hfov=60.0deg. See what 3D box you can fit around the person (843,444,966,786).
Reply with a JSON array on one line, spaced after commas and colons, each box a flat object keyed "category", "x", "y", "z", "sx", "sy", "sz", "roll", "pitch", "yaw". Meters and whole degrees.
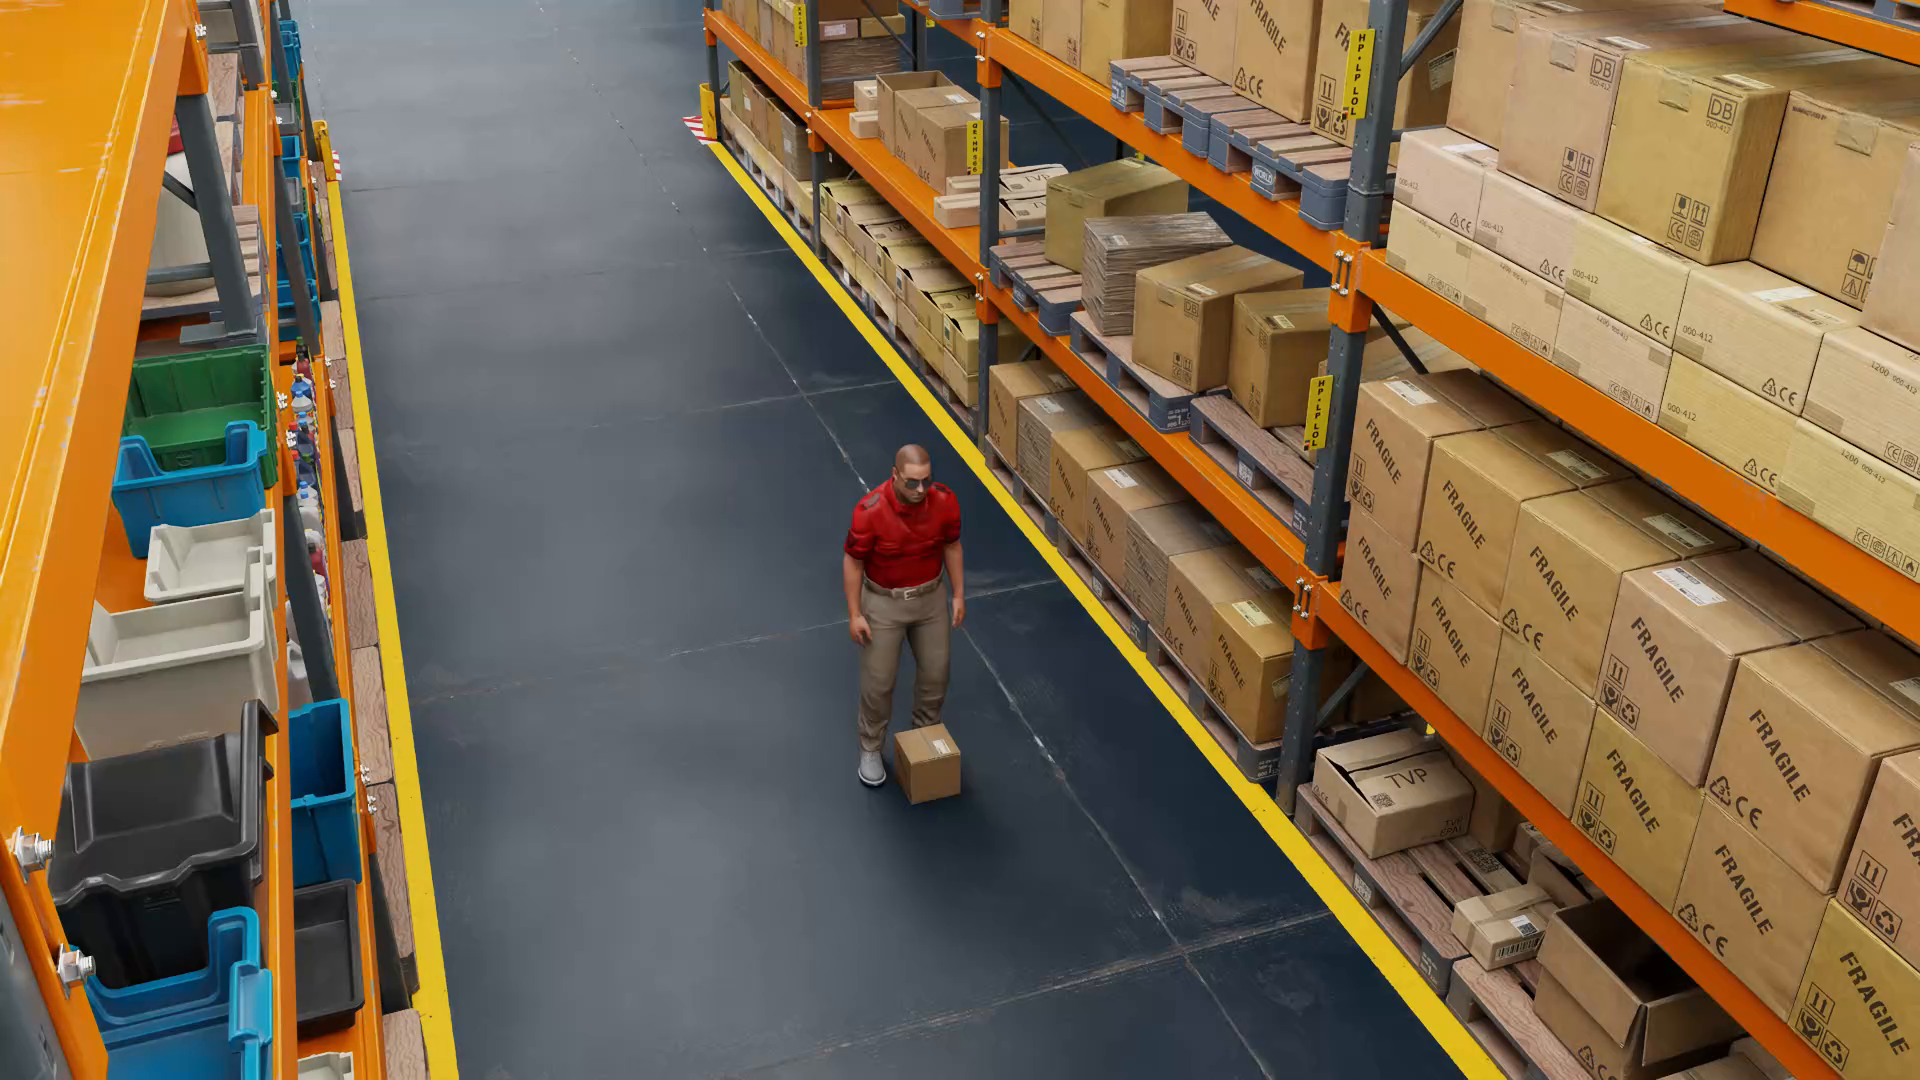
[{"category": "person", "x": -0.250, "y": 0.314, "z": 7.808, "sx": 0.588, "sy": 1.726, "sz": 0.389, "roll": -11, "pitch": 31, "yaw": -18}]
